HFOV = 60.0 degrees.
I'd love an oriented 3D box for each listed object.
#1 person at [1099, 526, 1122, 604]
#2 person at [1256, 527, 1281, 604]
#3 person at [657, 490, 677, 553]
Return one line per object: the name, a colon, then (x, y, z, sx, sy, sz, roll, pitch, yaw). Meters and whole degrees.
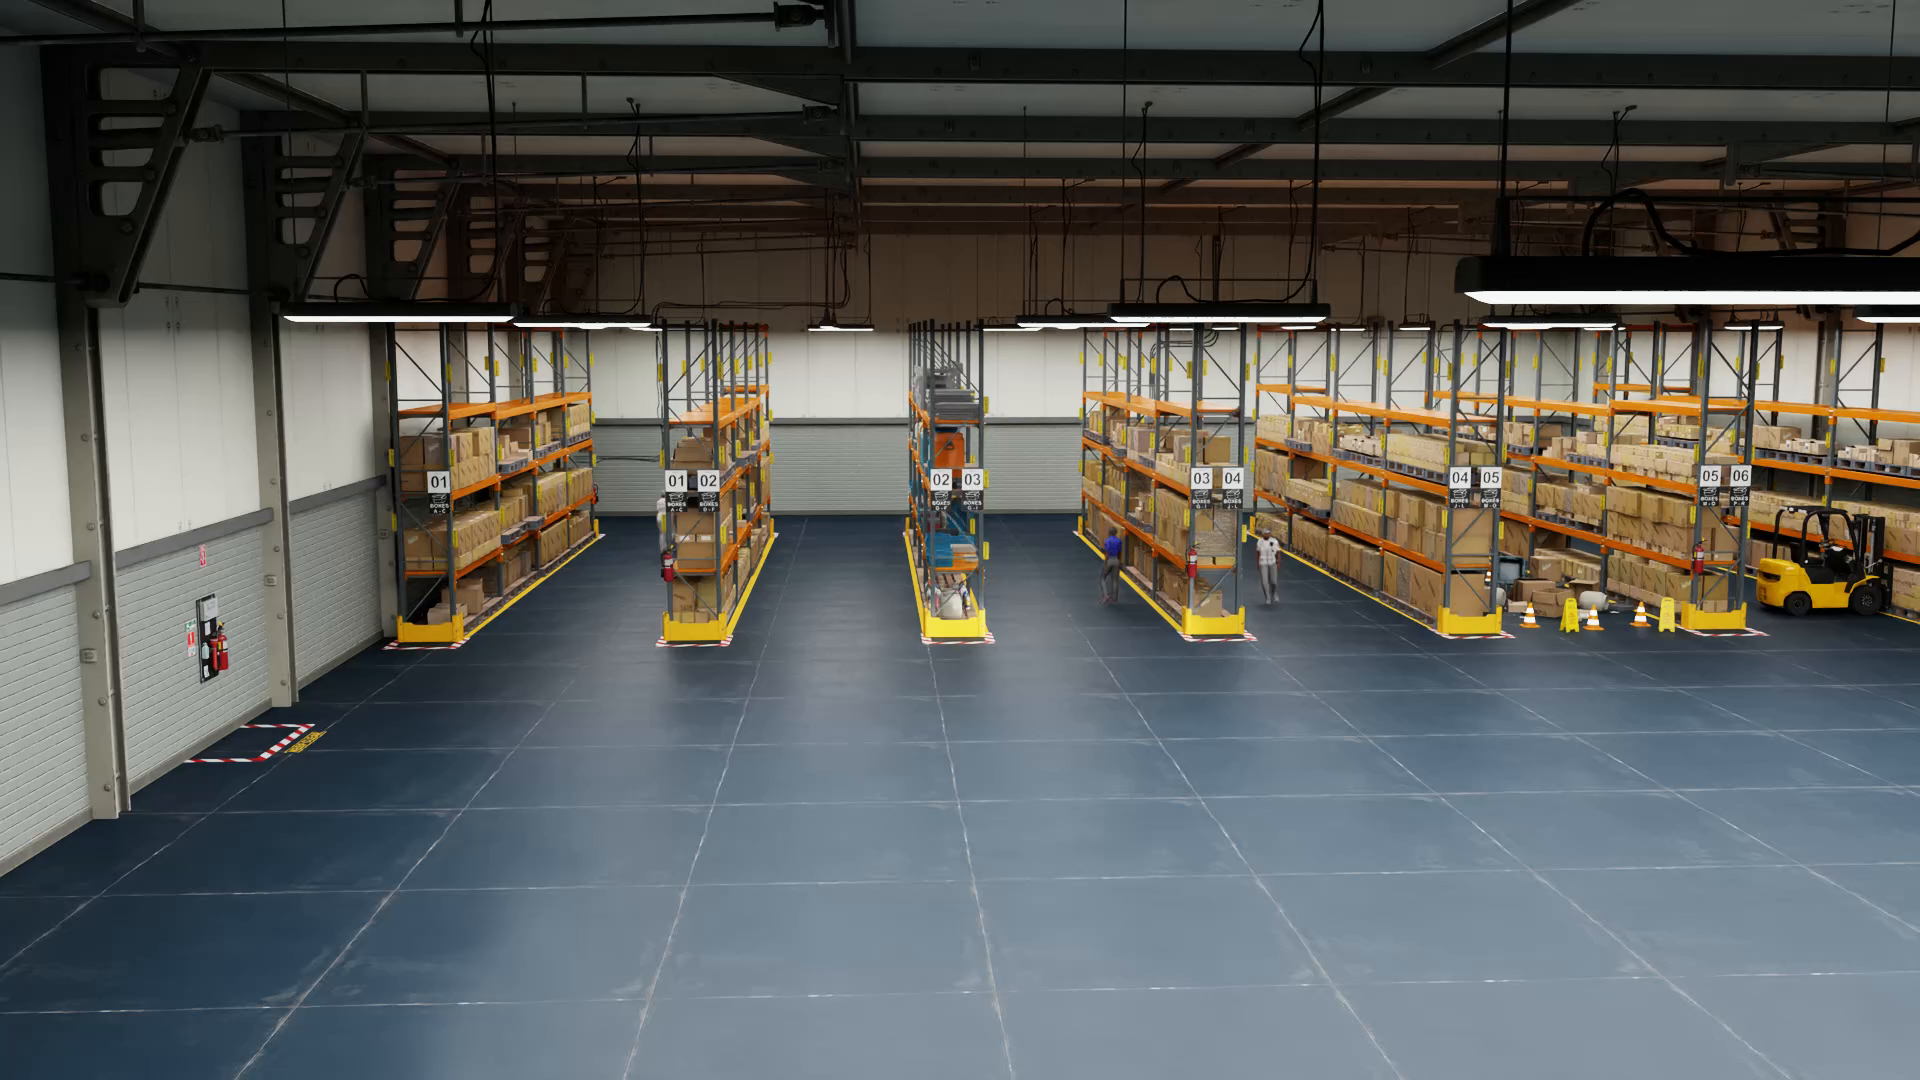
person: (3.207, 0.548, 35.340, 0.509, 1.647, 0.464, -1, 7, -12)
person: (6.597, 0.526, 35.555, 0.522, 1.654, 0.489, 2, 7, 16)
person: (-7.735, -0.483, 43.608, 0.523, 1.664, 0.489, 3, 8, 26)
